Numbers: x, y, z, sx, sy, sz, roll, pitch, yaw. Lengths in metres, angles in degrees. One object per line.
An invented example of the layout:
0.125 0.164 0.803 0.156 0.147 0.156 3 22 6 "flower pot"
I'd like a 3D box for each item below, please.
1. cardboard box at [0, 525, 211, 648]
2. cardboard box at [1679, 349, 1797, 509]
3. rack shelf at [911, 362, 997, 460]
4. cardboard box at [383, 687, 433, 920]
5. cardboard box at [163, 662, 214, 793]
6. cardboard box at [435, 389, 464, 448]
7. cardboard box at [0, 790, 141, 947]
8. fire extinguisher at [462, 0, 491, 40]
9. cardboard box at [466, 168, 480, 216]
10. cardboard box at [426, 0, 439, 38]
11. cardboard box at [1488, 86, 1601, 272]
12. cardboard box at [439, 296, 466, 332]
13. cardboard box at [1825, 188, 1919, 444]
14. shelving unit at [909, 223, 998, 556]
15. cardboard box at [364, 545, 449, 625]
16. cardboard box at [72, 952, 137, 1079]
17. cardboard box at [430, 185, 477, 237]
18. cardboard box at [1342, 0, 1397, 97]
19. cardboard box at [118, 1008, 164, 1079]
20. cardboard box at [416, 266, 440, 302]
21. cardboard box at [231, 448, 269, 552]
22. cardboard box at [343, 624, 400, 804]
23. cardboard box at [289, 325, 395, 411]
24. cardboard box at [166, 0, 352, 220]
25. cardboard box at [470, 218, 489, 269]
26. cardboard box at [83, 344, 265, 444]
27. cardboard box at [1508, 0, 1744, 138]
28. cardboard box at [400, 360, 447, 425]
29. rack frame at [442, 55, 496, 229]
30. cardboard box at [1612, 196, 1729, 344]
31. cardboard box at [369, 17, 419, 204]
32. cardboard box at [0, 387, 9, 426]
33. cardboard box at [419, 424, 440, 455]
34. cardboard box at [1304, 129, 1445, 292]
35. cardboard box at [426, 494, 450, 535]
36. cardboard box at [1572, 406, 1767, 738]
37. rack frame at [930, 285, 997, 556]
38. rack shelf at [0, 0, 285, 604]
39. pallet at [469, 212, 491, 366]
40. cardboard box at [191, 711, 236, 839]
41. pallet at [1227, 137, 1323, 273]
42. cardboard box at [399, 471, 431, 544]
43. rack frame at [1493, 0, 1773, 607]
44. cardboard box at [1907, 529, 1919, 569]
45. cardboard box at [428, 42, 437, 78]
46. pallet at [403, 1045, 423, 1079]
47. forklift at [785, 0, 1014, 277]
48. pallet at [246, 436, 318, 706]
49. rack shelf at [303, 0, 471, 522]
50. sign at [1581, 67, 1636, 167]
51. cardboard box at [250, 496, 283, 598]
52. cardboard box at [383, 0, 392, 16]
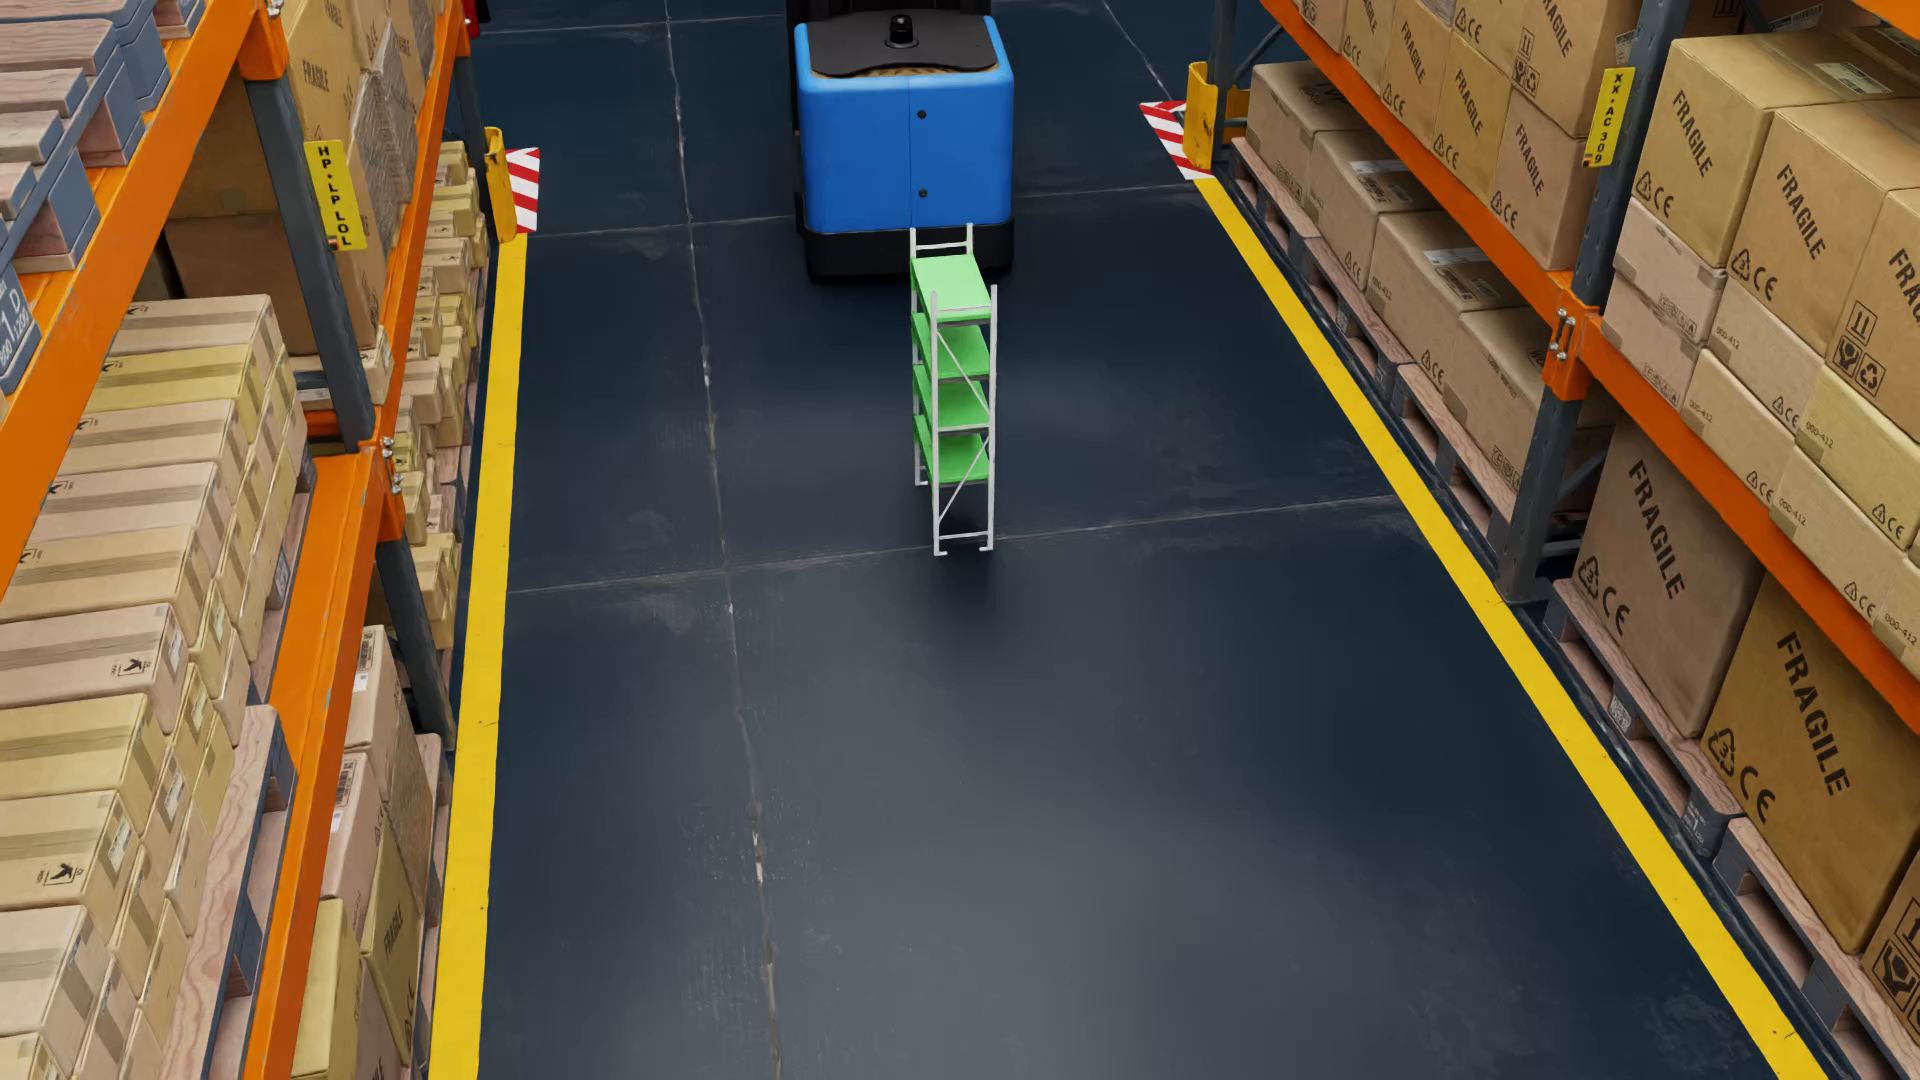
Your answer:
-1.824 0.120 3.528 0.380 0.149 0.250 -7 38 -9 "cardboard box"
2.502 -0.354 4.882 0.500 0.250 0.500 -7 38 -9 "cardboard box"
-0.029 -0.523 6.550 0.258 0.148 0.480 -6 38 -8 "rack shelf"
-1.886 0.815 4.951 0.500 0.500 0.500 -7 38 -9 "cardboard box"
-1.765 0.405 3.404 0.380 0.149 0.250 -6 38 -8 "cardboard box"
-2.279 -0.500 6.930 0.380 0.149 0.250 -7 38 -9 "cardboard box"
-1.685 0.595 2.917 0.380 0.149 0.250 -5 38 -7 "cardboard box"
-2.555 -2.866 8.361 0.296 0.674 0.183 -6 38 -8 "fire extinguisher"
-2.591 -1.711 8.247 0.380 0.149 0.250 -7 38 -9 "cardboard box"
-2.547 -2.444 7.126 0.500 0.500 0.500 -7 38 -9 "cardboard box"
2.259 -1.312 5.912 0.500 0.500 0.500 -6 38 -8 "cardboard box"
-2.368 -0.929 7.240 0.380 0.149 0.250 -4 38 -6 "cardboard box"
2.588 -0.550 4.116 0.500 0.500 0.500 -7 38 -9 "cardboard box"
-0.029 -0.574 6.511 0.258 1.200 0.503 -6 38 -8 "shelving unit"
-2.012 0.163 5.834 0.380 0.149 0.250 -5 38 -6 "cardboard box"
-1.636 0.865 2.812 0.380 0.149 0.250 -6 38 -8 "cardboard box"
-2.465 -1.524 7.763 0.380 0.149 0.250 -7 38 -9 "cardboard box"
1.984 -2.242 7.109 0.500 0.500 0.500 -5 38 -6 "cardboard box"
-1.635 0.983 2.902 0.380 0.149 0.250 -5 38 -6 "cardboard box"
-2.443 -1.033 7.131 0.380 0.149 0.250 -7 38 -9 "cardboard box"
-1.911 -0.082 4.030 0.380 0.149 0.250 -5 38 -6 "cardboard box"
-1.884 0.522 4.717 0.500 0.250 0.500 -7 38 -9 "cardboard box"
-1.991 -0.533 5.196 0.380 0.149 0.250 -5 38 -6 "cardboard box"
-2.103 -1.277 4.809 0.500 0.500 0.500 -5 38 -7 "cardboard box"
-2.522 -1.442 8.143 0.380 0.149 0.250 -5 38 -7 "cardboard box"
-1.953 -0.344 4.125 0.380 0.149 0.250 -7 38 -9 "cardboard box"
2.237 -1.709 5.608 0.500 0.500 0.500 -7 38 -8 "cardboard box"
-2.235 -0.569 6.534 0.380 0.149 0.250 -5 38 -7 "cardboard box"
-2.965 -2.842 7.963 1.000 3.000 0.127 -6 38 -8 "rack frame"
2.392 -0.862 5.129 0.500 0.250 0.500 -7 38 -9 "cardboard box"
-2.249 -1.515 5.932 0.500 0.500 0.500 -7 38 -9 "cardboard box"
-1.588 -0.210 2.049 0.500 0.500 0.500 -6 38 -8 "cardboard box"
-2.293 -0.455 6.630 0.380 0.149 0.250 -5 38 -6 "cardboard box"
2.274 -1.650 8.175 0.875 0.438 0.875 -5 38 -7 "cardboard box"
-2.153 -0.026 6.320 0.380 0.149 0.250 -6 38 -8 "cardboard box"
2.780 0.020 5.669 0.875 0.875 0.875 -5 38 -7 "cardboard box"
0.014 -0.426 6.321 0.240 1.200 0.015 -6 38 -8 "rack frame"
-1.913 -0.118 2.599 1.077 0.370 4.000 -6 38 -8 "rack shelf"
-2.844 -1.200 8.123 1.003 0.211 1.213 -6 38 -8 "pallet"
-1.768 0.512 3.508 0.380 0.149 0.250 -5 38 -6 "cardboard box"
2.108 -1.860 8.972 1.003 0.211 1.213 -6 38 -8 "pallet"
-2.110 -0.104 5.935 0.380 0.149 0.250 -4 38 -6 "cardboard box"
2.592 -1.019 5.617 1.000 3.000 0.127 -6 38 -8 "rack frame"
2.664 0.063 3.938 0.500 0.250 0.500 -7 38 -9 "cardboard box"
-2.496 -2.121 7.239 0.380 0.149 0.250 -5 38 -7 "cardboard box"
-1.908 1.884 4.153 1.003 0.211 1.213 -6 38 -8 "pallet"
-0.408 -3.371 8.700 1.130 2.935 3.031 -4 38 -5 "forklift"
-2.273 0.127 4.298 1.003 0.211 1.213 -6 38 -8 "pallet"
-2.614 -1.350 6.629 1.077 0.370 4.000 -6 38 -8 "rack shelf"
2.046 -1.332 5.249 0.100 0.325 0.005 -6 38 -8 "sign"
-1.911 0.034 4.124 0.380 0.149 0.250 -6 38 -8 "cardboard box"
-2.355 -2.206 6.005 0.500 0.500 0.500 -7 38 -10 "cardboard box"
